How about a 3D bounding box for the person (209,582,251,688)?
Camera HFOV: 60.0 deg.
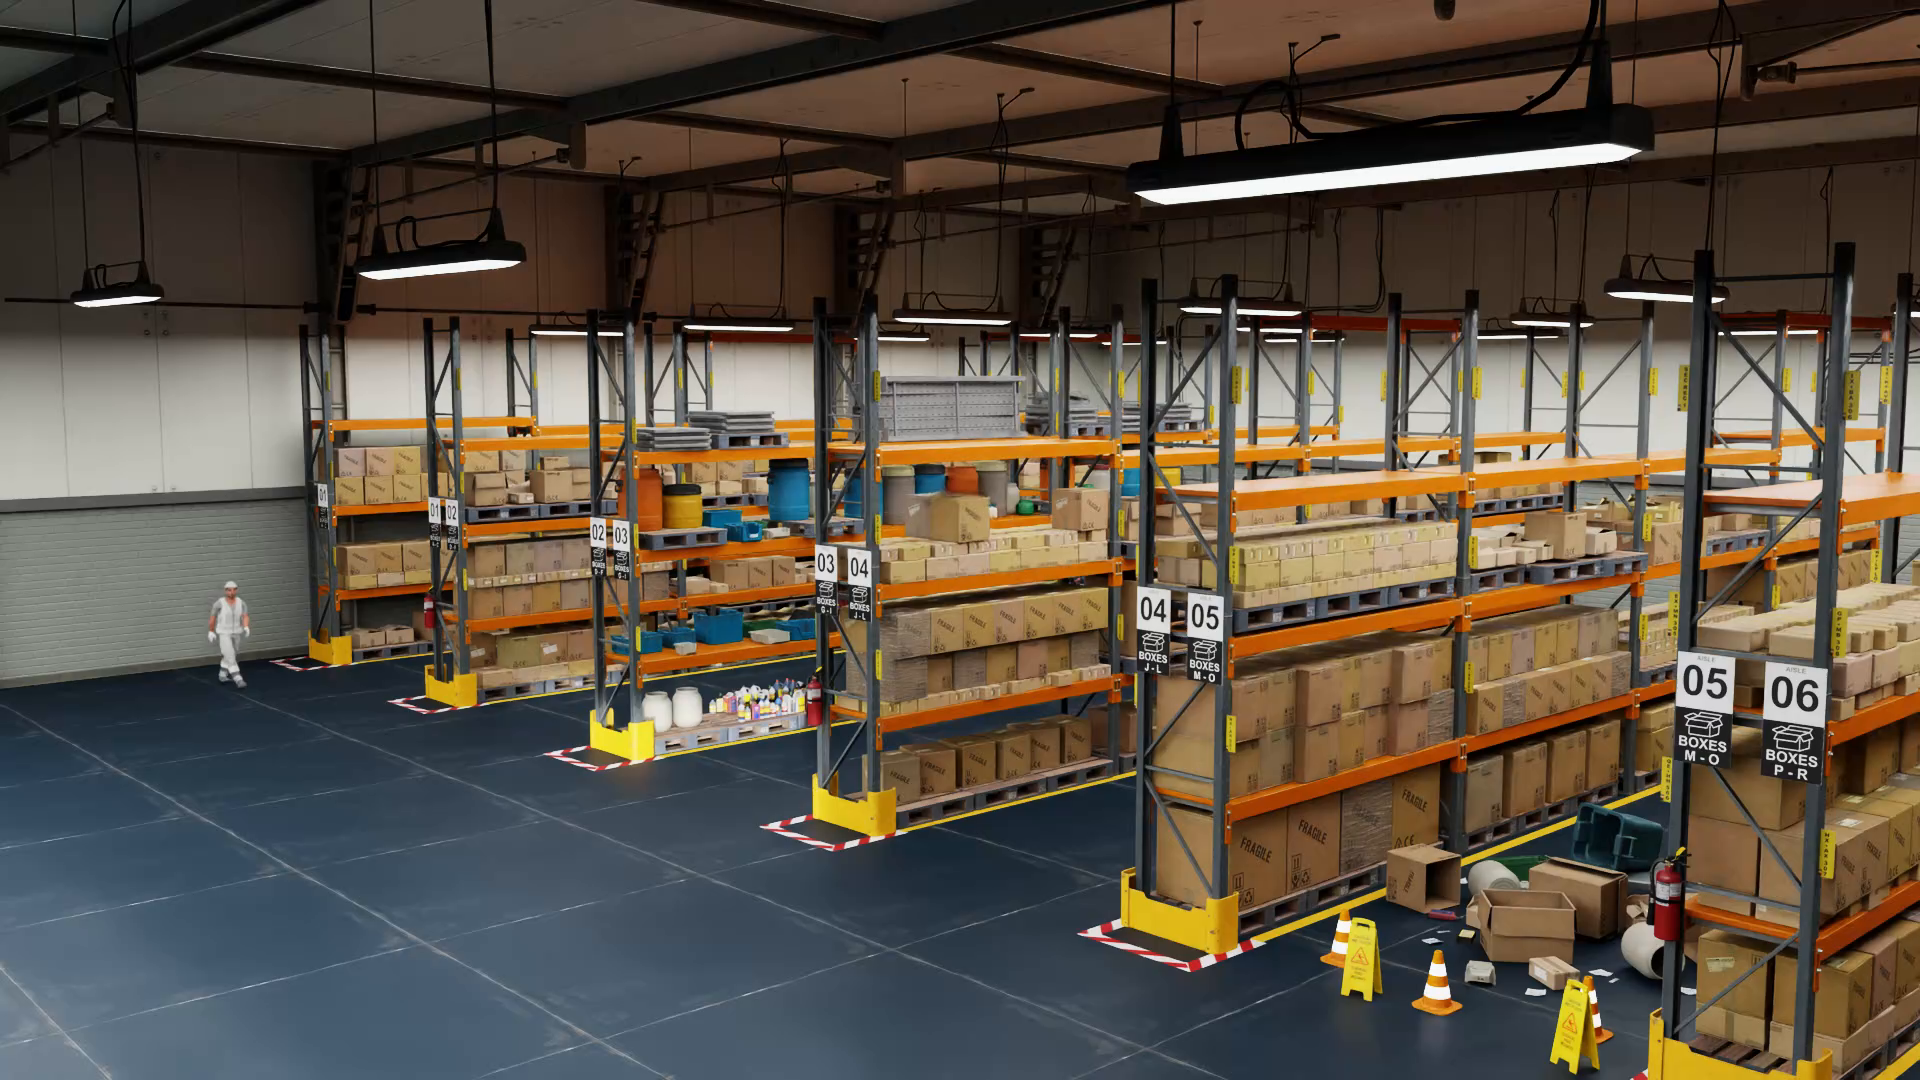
[{"bbox_3d":[-11.931,1.533,27.249,1.120,1.715,0.566,5,8,43],"label":"person"}]
